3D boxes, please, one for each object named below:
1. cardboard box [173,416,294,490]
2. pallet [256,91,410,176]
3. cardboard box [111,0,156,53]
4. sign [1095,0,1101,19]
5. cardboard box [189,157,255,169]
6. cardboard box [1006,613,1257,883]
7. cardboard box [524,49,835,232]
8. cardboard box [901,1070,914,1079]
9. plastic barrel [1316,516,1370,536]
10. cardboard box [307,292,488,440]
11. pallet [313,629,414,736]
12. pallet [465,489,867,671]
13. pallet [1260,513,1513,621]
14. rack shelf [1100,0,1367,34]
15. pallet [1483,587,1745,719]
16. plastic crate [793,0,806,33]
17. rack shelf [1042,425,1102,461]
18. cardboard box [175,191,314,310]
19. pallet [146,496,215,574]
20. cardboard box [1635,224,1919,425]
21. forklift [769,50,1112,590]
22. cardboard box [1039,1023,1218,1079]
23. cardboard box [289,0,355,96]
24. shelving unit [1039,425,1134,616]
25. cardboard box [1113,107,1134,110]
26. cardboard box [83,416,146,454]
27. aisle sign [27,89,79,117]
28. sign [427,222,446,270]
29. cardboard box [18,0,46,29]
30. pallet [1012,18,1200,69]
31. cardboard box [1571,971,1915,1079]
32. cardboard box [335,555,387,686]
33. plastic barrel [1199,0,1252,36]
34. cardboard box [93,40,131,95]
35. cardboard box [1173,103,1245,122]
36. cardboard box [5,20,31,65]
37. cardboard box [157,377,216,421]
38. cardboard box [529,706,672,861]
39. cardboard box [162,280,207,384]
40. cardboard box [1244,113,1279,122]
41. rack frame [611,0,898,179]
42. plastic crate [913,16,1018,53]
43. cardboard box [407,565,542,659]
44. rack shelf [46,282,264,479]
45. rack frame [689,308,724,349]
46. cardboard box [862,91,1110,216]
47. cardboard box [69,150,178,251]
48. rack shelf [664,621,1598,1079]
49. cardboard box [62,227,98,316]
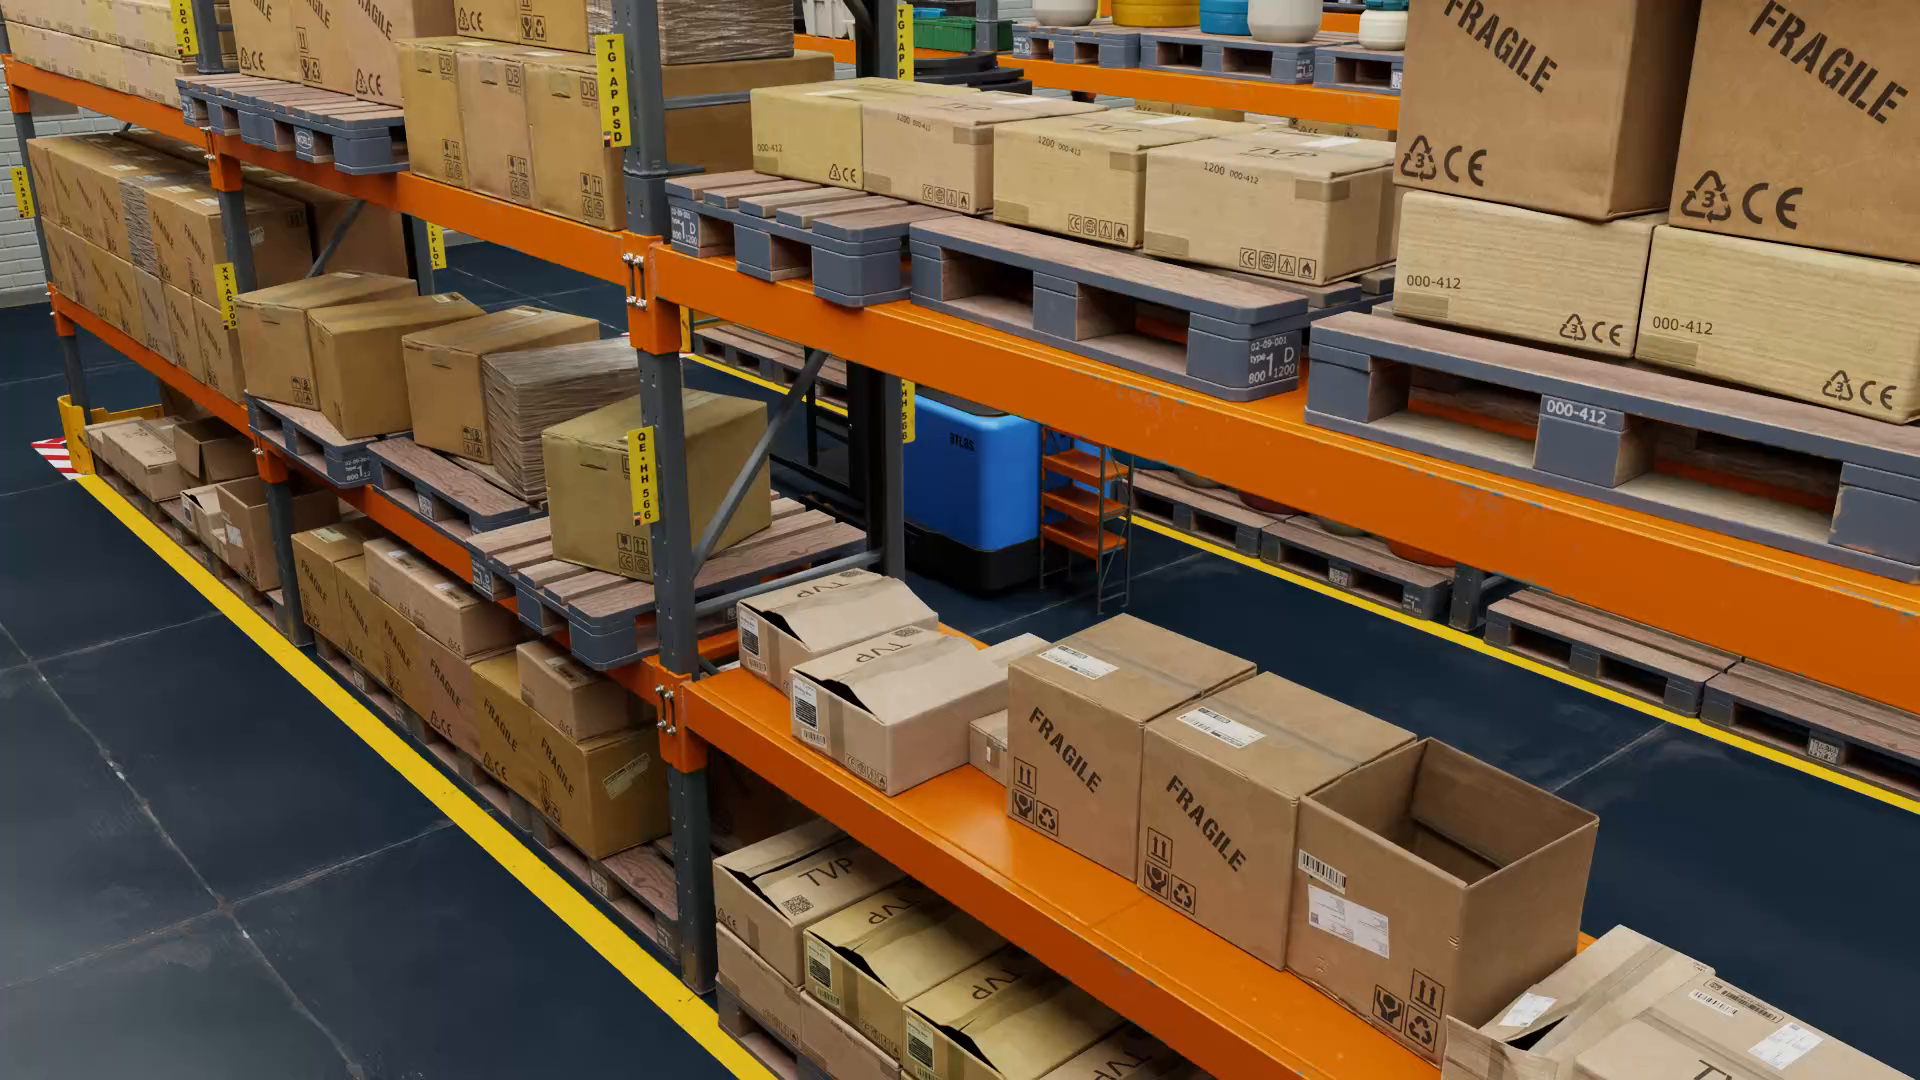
[{"bbox_3d":[-4.465,-0.502,10.473,0.797,0.503,0.637,-17,27,-37],"label":"cardboard box"},{"bbox_3d":[-2.183,-1.768,7.030,1.213,0.211,1.003,-17,27,-37],"label":"pallet"},{"bbox_3d":[-4.082,-2.710,8.697,0.500,0.250,0.500,-17,27,-37],"label":"cardboard box"},{"bbox_3d":[0.938,-3.651,11.568,0.100,0.325,0.005,-17,27,-37],"label":"sign"},{"bbox_3d":[-4.339,-2.078,10.168,0.500,0.500,0.500,-16,27,-36],"label":"cardboard box"},{"bbox_3d":[0.484,0.577,4.762,0.500,0.500,0.500,-19,29,-40],"label":"cardboard box"},{"bbox_3d":[-0.934,-1.392,5.676,0.910,0.500,0.500,-17,27,-37],"label":"cardboard box"},{"bbox_3d":[0.168,1.744,5.114,0.500,0.250,0.500,-18,28,-39],"label":"cardboard box"},{"bbox_3d":[2.363,-0.318,10.018,0.421,0.512,0.421,0,21,0],"label":"plastic barrel"},{"bbox_3d":[-2.598,-0.825,7.764,0.700,0.500,0.500,-13,25,-29],"label":"cardboard box"},{"bbox_3d":[-2.675,0.572,8.733,1.003,0.211,1.213,-17,27,-37],"label":"pallet"},{"bbox_3d":[-1.119,0.082,6.424,1.213,0.211,1.003,-17,27,-37],"label":"pallet"},{"bbox_3d":[2.585,0.076,10.001,1.003,0.211,1.213,-17,27,-37],"label":"pallet"},{"bbox_3d":[2.967,-4.913,15.789,1.077,0.370,4.000,-17,27,-37],"label":"rack shelf"},{"bbox_3d":[3.607,0.507,8.900,1.003,0.211,1.213,-17,27,-37],"label":"pallet"},{"bbox_3d":[-1.302,-4.105,12.824,0.504,0.338,0.767,-17,27,-37],"label":"plastic crate"},{"bbox_3d":[0.712,-0.594,9.278,0.258,0.148,0.480,-16,27,-36],"label":"rack shelf"},{"bbox_3d":[-3.761,-1.532,8.774,0.500,0.500,0.500,-17,27,-37],"label":"cardboard box"},{"bbox_3d":[-4.483,-0.170,10.630,1.003,0.211,1.213,-17,27,-37],"label":"pallet"},{"bbox_3d":[1.592,-0.426,2.976,0.500,0.250,0.500,-14,25,-32],"label":"cardboard box"},{"bbox_3d":[-0.395,-1.544,10.407,1.130,2.935,3.031,-16,27,-36],"label":"forklift"},{"bbox_3d":[0.512,1.628,4.640,0.500,0.311,0.500,-18,28,-38],"label":"cardboard box"},{"bbox_3d":[-2.508,-2.291,7.258,0.600,0.600,0.600,-18,28,-38],"label":"cardboard box"},{"bbox_3d":[0.712,-0.228,9.421,0.258,1.200,0.503,-16,27,-36],"label":"shelving unit"},{"bbox_3d":[1.770,-4.276,17.086,0.500,0.250,0.500,-18,28,-39],"label":"cardboard box"},{"bbox_3d":[-5.833,-0.727,11.532,0.380,0.149,0.250,-17,27,-37],"label":"cardboard box"},{"bbox_3d":[-6.113,-3.206,10.992,0.394,0.787,0.004,-17,27,-37],"label":"aisle sign"},{"bbox_3d":[-2.817,-1.614,8.904,0.100,0.325,0.005,-17,27,-37],"label":"sign"},{"bbox_3d":[-5.387,-3.263,10.108,0.500,0.250,0.500,-17,27,-37],"label":"cardboard box"},{"bbox_3d":[1.106,-3.235,10.777,1.213,0.211,1.003,-17,27,-37],"label":"pallet"},{"bbox_3d":[1.633,1.213,3.480,0.500,0.250,0.500,-15,26,-34],"label":"cardboard box"},{"bbox_3d":[-2.747,0.354,8.292,0.500,0.500,0.500,-17,27,-37],"label":"cardboard box"},{"bbox_3d":[1.750,-3.510,9.957,0.600,0.901,0.708,-17,27,-37],"label":"plastic barrel"},{"bbox_3d":[-4.405,-2.616,9.144,0.500,0.250,0.500,-17,27,-37],"label":"cardboard box"},{"bbox_3d":[2.439,-4.345,16.234,0.500,0.500,0.500,-18,28,-39],"label":"cardboard box"},{"bbox_3d":[-5.703,-3.171,10.560,0.500,0.250,0.500,-17,27,-37],"label":"cardboard box"},{"bbox_3d":[-5.304,-0.996,11.739,0.500,0.500,0.500,-17,27,-37],"label":"cardboard box"},{"bbox_3d":[-1.412,0.920,6.846,0.500,0.500,0.500,-16,27,-35],"label":"cardboard box"},{"bbox_3d":[-4.093,-1.207,9.317,0.500,0.500,0.500,-17,27,-36],"label":"cardboard box"},{"bbox_3d":[2.842,-4.121,16.691,0.500,0.250,0.500,-19,28,-39],"label":"cardboard box"},{"bbox_3d":[-0.624,-2.630,4.860,1.000,3.000,0.127,-17,27,-37],"label":"rack frame"},{"bbox_3d":[0.015,-3.463,11.390,0.450,0.188,0.662,-17,27,-37],"label":"plastic crate"},{"bbox_3d":[-2.123,0.275,7.466,0.500,0.250,0.500,-18,28,-38],"label":"cardboard box"},{"bbox_3d":[-4.540,-1.159,10.317,1.077,0.370,4.000,-17,27,-37],"label":"rack shelf"},{"bbox_3d":[-2.091,-3.225,14.605,1.000,3.000,0.127,-17,27,-37],"label":"rack frame"},{"bbox_3d":[0.071,-1.106,4.713,0.500,0.250,0.500,-17,27,-36],"label":"cardboard box"},{"bbox_3d":[-5.086,-2.092,10.203,0.500,0.500,0.500,-17,27,-37],"label":"cardboard box"},{"bbox_3d":[0.682,1.051,4.674,1.077,0.370,4.000,-17,27,-37],"label":"rack shelf"},{"bbox_3d":[-5.415,-1.767,10.745,0.500,0.500,0.500,-18,28,-38],"label":"cardboard box"}]
